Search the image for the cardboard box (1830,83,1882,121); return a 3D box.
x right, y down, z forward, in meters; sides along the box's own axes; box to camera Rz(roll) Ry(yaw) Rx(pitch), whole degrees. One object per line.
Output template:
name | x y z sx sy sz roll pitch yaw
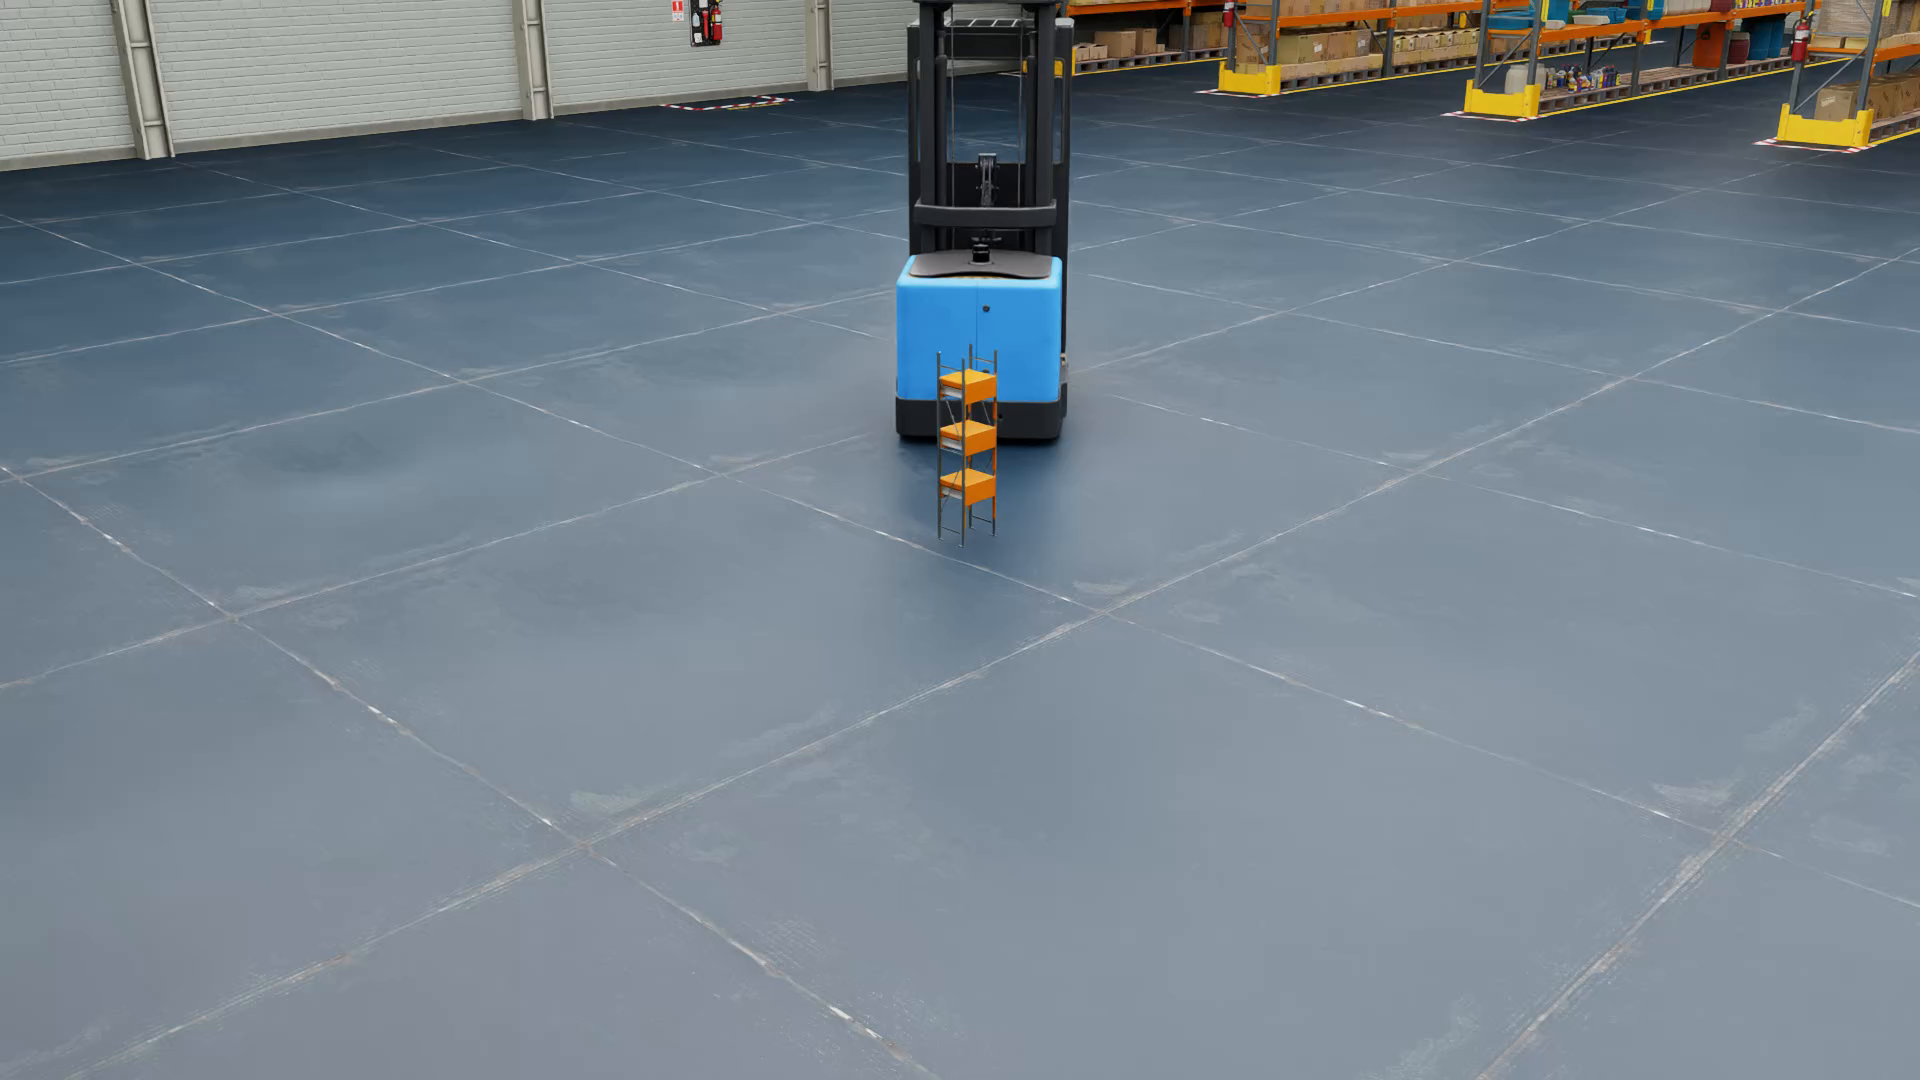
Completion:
cardboard box | 13.230 -6.474 24.635 0.500 0.500 0.500 -12 24 -28

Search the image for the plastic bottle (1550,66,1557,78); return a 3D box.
plastic bottle | 10.343 -8.101 29.050 0.144 0.351 0.185 19 28 40

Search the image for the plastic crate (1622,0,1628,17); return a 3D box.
plastic crate | 11.750 -9.625 29.845 0.402 0.464 0.583 19 28 41

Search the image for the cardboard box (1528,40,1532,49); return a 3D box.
cardboard box | 12.473 -11.146 36.763 0.500 0.500 0.500 18 27 39

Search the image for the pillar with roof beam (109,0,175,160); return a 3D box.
pillar with roof beam | -7.861 -8.337 18.223 9.100 9.000 0.400 19 28 41

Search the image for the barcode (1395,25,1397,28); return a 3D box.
barcode | 8.562 -10.083 32.658 0.001 0.075 0.075 19 28 41

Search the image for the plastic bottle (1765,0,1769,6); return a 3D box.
plastic bottle | 16.037 -10.826 33.128 0.144 0.351 0.185 19 28 41

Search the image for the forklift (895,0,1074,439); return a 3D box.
forklift | 0.215 -2.495 11.480 1.130 2.935 3.031 2 21 4

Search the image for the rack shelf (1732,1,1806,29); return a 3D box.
rack shelf | 15.817 -10.600 33.475 1.077 0.370 4.000 19 28 41

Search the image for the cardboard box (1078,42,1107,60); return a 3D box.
cardboard box | 2.688 -10.097 34.298 0.500 0.311 0.500 -17 27 -38

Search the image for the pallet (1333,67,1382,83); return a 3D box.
pallet | 7.501 -9.139 32.557 1.003 0.211 1.213 19 28 41

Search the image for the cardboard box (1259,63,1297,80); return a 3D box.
cardboard box | 5.829 -8.601 30.518 0.500 0.250 0.500 19 28 41

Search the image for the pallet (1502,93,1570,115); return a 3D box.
pallet | 9.431 -7.303 27.780 1.003 0.211 1.213 19 28 41

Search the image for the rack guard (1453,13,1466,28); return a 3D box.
rack guard | 12.922 -13.797 44.274 1.175 0.500 0.348 19 28 41

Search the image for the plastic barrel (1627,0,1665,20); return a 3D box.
plastic barrel | 12.118 -9.651 29.305 0.600 0.901 0.708 19 28 41

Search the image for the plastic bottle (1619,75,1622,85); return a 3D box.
plastic bottle | 11.602 -8.122 29.311 0.097 0.201 0.097 0 21 0

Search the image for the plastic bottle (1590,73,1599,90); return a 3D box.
plastic bottle | 10.914 -7.917 28.674 0.135 0.276 0.152 -20 28 -41

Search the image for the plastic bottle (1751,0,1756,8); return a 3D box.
plastic bottle | 15.566 -10.599 32.632 0.061 0.283 0.133 19 28 41

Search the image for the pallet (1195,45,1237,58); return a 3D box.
pallet | 5.927 -11.087 37.626 1.003 0.211 1.213 19 28 41

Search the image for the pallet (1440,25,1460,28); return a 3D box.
pallet | 12.403 -13.431 43.725 1.003 0.211 1.213 19 28 41

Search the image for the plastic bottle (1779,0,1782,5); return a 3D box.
plastic bottle | 16.563 -10.986 33.650 0.152 0.276 0.135 19 28 41

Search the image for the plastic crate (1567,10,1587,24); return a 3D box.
plastic crate | 10.483 -9.016 28.647 0.450 0.188 0.662 19 28 41

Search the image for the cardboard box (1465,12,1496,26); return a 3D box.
cardboard box | 11.396 -11.366 36.290 0.500 0.250 0.500 -19 28 -40

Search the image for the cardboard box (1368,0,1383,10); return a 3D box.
cardboard box | 7.780 -10.565 32.243 0.700 0.500 0.500 18 28 39

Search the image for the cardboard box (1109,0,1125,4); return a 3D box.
cardboard box | 3.023 -11.097 33.946 0.500 0.250 0.500 19 28 40

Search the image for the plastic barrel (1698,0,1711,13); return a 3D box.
plastic barrel | 13.858 -10.156 31.161 0.421 0.512 0.421 0 21 0

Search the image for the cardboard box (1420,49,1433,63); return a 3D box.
cardboard box | 9.261 -9.854 33.777 0.500 0.250 0.500 18 28 39

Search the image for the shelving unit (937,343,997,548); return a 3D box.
shelving unit | 0.037 -0.504 8.922 0.215 1.050 0.252 19 28 41

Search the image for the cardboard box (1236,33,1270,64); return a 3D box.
cardboard box | 5.456 -9.081 30.722 0.500 0.500 0.500 19 28 41

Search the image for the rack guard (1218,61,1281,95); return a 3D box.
rack guard | 5.278 -8.433 30.319 1.175 0.500 0.348 19 28 41

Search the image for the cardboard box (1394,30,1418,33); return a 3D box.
cardboard box | 9.224 -10.376 34.354 0.500 0.311 0.500 19 28 40

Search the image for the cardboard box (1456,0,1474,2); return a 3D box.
cardboard box | 10.446 -11.245 34.500 0.380 0.149 0.250 19 28 41

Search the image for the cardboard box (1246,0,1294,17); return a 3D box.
cardboard box | 5.630 -9.770 30.172 0.700 0.500 0.500 19 28 41

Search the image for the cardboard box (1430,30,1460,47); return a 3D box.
cardboard box | 9.975 -10.376 34.356 0.500 0.311 0.500 19 28 40

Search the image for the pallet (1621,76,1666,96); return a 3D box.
pallet | 12.152 -8.304 30.384 1.003 0.211 1.213 19 28 41

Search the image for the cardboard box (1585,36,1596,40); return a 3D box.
cardboard box | 14.710 -11.852 39.066 0.380 0.166 0.250 19 28 41

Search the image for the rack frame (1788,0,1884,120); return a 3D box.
rack frame | 12.390 -7.126 23.433 1.000 3.000 0.127 19 28 41

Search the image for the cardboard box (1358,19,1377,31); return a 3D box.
cardboard box | 9.754 -12.923 40.926 0.750 0.750 0.750 20 28 41

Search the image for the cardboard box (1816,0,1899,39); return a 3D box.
cardboard box | 12.793 -7.446 23.712 0.875 0.500 0.500 19 28 41

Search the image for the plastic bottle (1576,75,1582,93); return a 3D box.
plastic bottle | 10.500 -7.745 28.216 0.133 0.283 0.061 -20 28 -41

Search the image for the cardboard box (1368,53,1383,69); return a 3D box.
cardboard box | 7.919 -9.373 32.527 0.500 0.250 0.500 19 28 41

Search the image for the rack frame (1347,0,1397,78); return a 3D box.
rack frame | 8.085 -10.634 32.561 1.000 3.000 0.127 19 28 41

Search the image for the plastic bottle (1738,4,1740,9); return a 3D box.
plastic bottle | 15.056 -10.415 32.170 0.097 0.271 0.097 0 21 0

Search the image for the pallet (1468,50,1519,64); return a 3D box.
pallet | 11.424 -10.543 36.212 1.003 0.211 1.213 19 28 41

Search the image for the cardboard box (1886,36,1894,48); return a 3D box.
cardboard box | 13.133 -7.142 23.826 0.380 0.149 0.250 19 28 41

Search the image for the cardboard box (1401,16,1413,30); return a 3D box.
cardboard box | 11.062 -13.254 42.275 0.700 0.500 0.500 19 28 40

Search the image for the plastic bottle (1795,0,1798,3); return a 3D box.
plastic bottle | 17.169 -11.210 34.232 0.152 0.276 0.135 19 28 41

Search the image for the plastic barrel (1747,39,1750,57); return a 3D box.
plastic barrel | 15.869 -10.045 33.909 0.421 0.512 0.421 0 21 0

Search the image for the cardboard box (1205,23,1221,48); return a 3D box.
cardboard box | 5.360 -11.251 37.035 0.700 0.500 0.500 19 28 40

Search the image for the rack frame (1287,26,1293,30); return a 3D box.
rack frame | 7.324 -12.901 38.460 1.000 3.000 0.127 19 28 41

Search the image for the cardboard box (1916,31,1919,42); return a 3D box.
cardboard box | 14.184 -7.526 24.825 0.380 0.149 0.250 19 28 41
